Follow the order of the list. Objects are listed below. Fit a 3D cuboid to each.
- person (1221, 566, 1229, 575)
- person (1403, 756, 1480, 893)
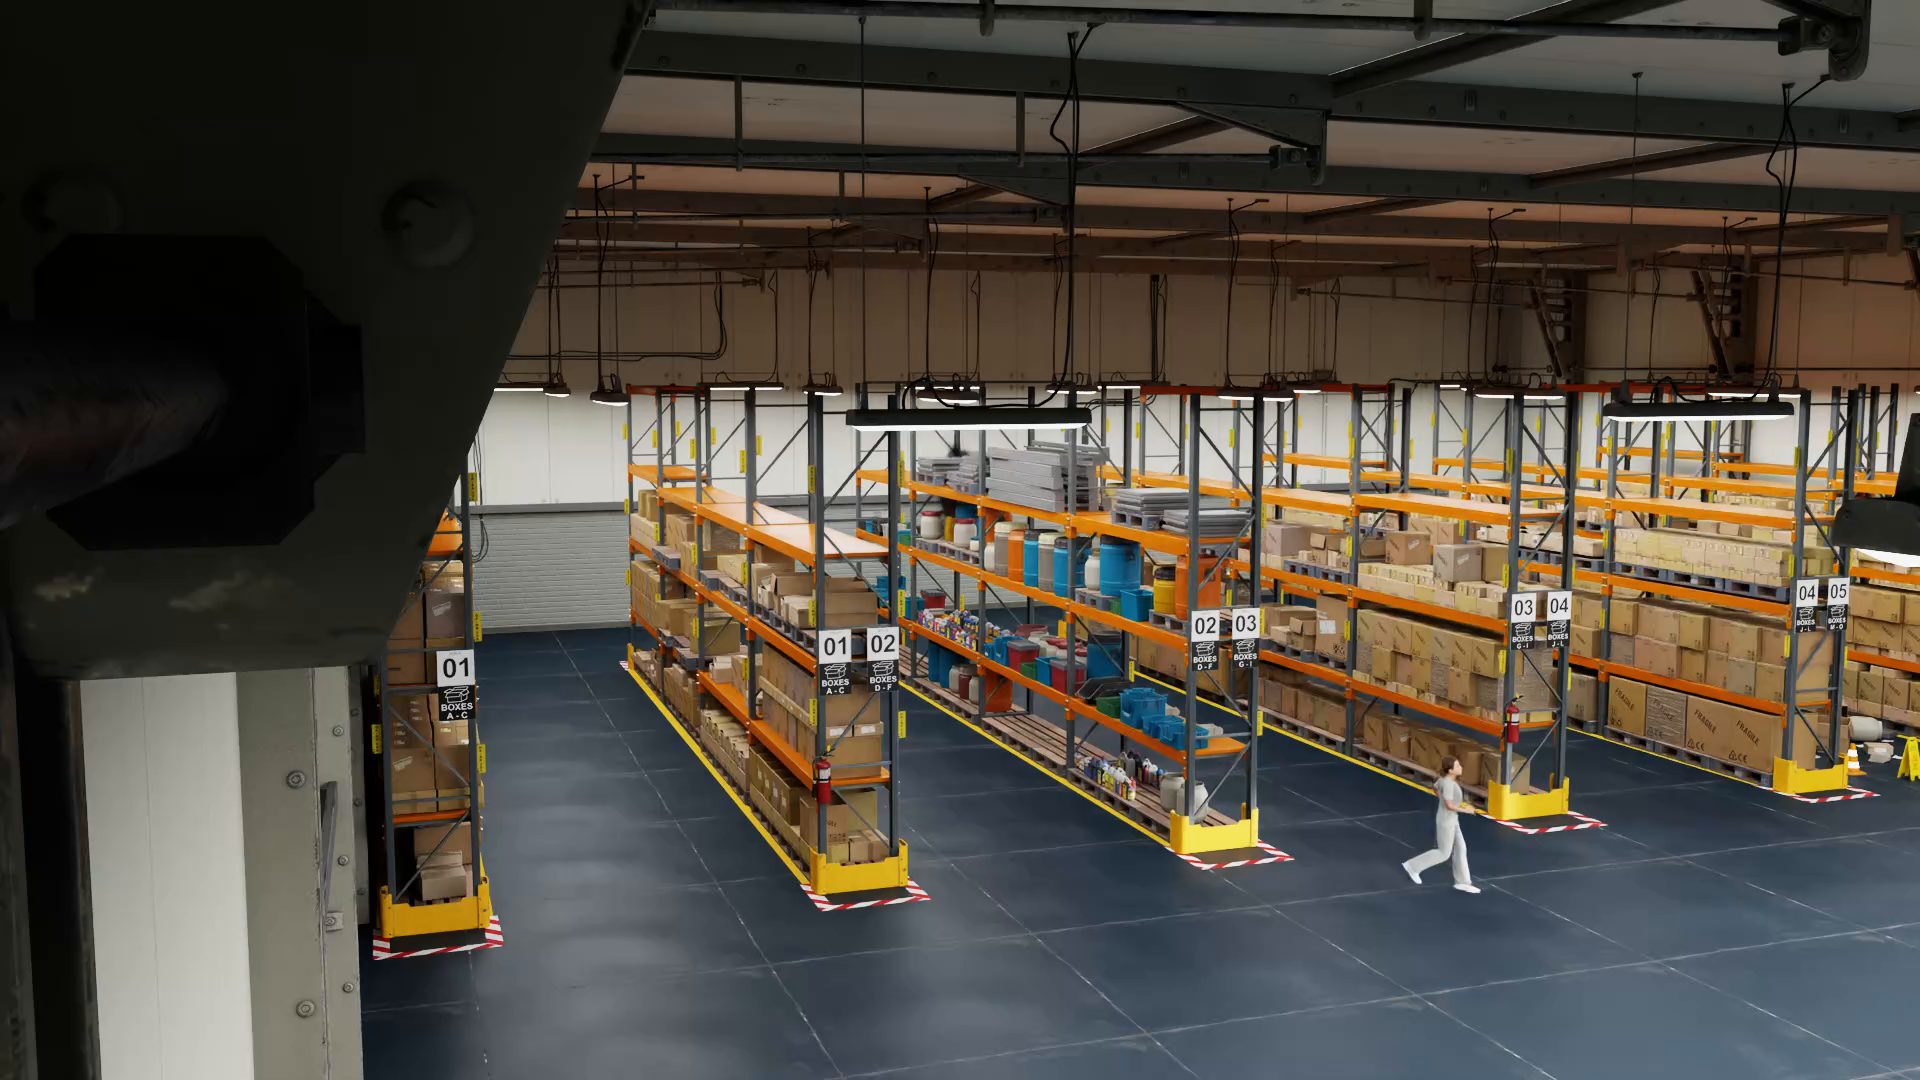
[{"bbox_3d":[6.198,1.355,39.607,0.724,1.765,0.915,1,6,12],"label":"person"},{"bbox_3d":[5.848,3.439,20.137,0.918,1.663,0.577,1,6,13],"label":"person"}]
